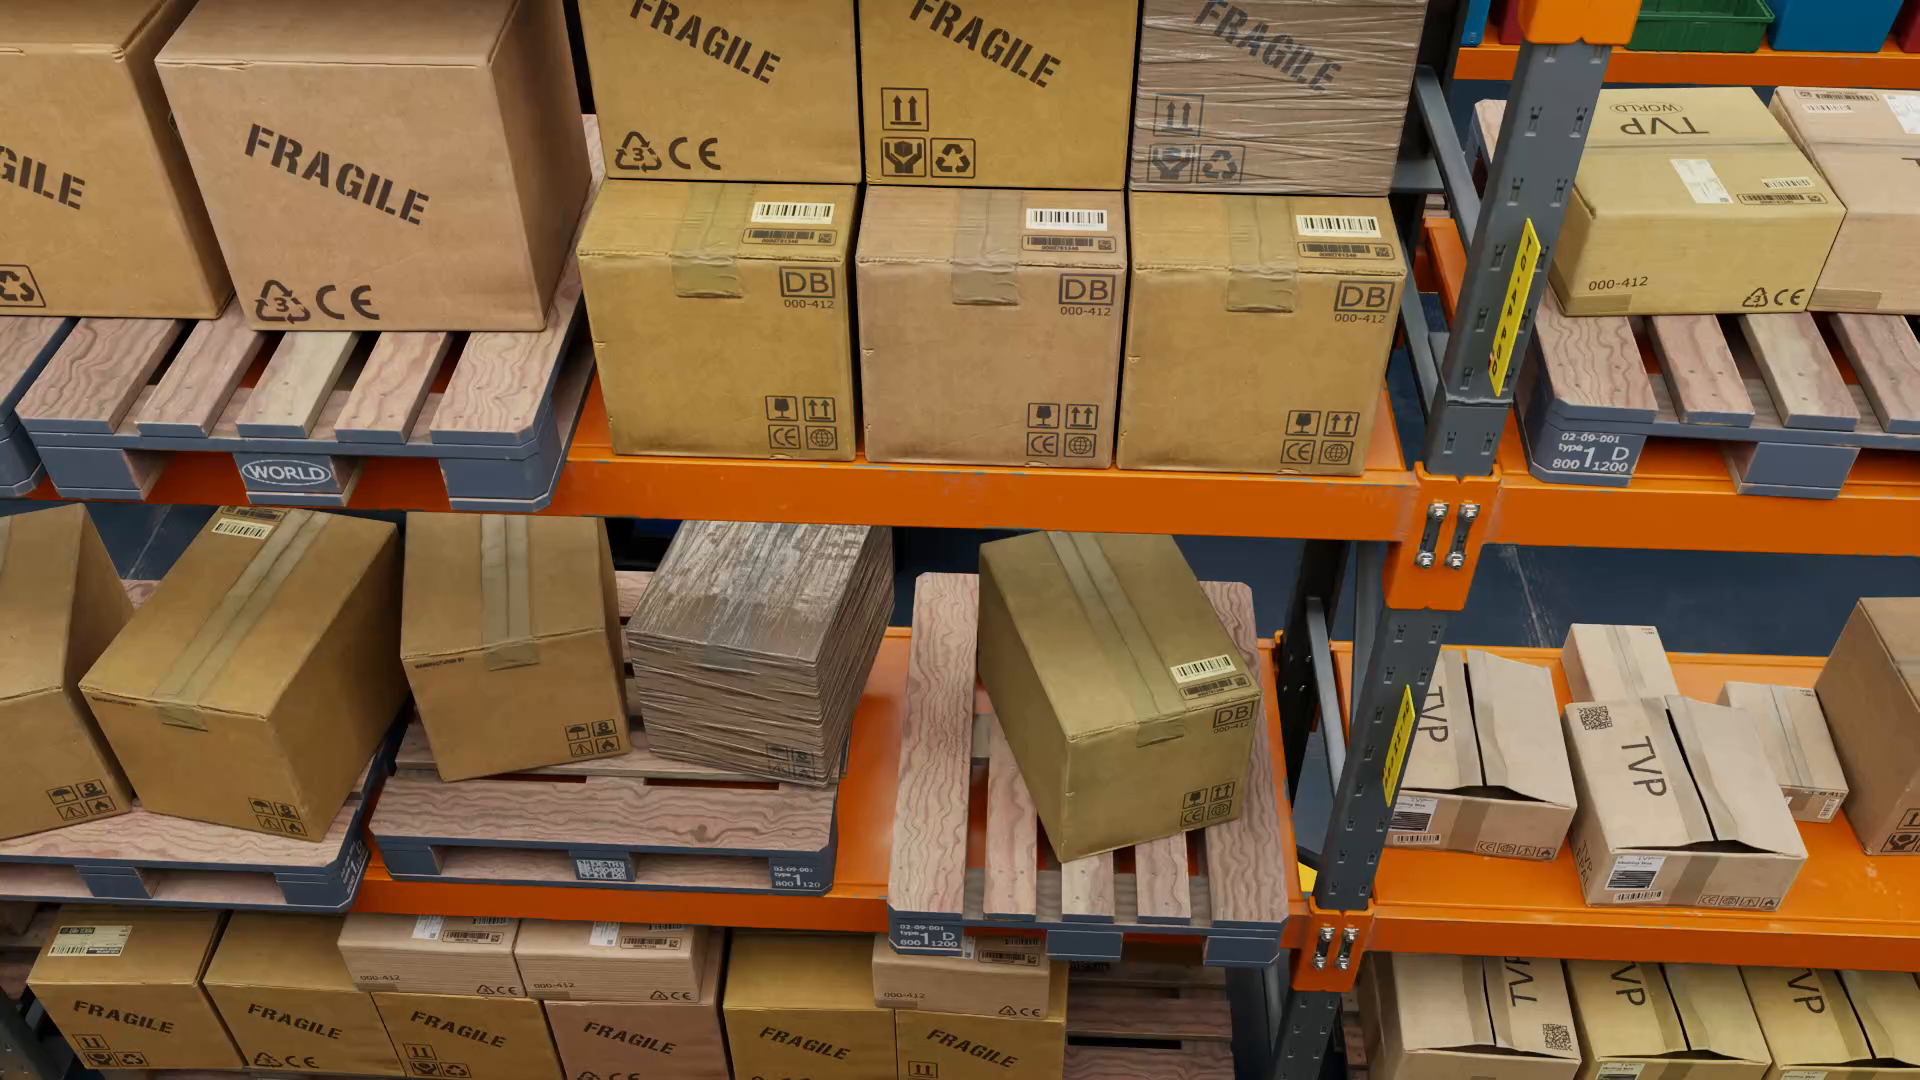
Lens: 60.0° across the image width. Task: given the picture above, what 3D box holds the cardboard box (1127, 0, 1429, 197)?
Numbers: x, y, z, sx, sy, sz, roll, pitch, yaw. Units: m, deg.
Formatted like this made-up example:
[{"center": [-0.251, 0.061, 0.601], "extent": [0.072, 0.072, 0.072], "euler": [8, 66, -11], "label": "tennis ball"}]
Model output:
[{"center": [0.588, -1.017, 3.219], "extent": [0.500, 0.500, 0.500], "euler": [2, 43, 2], "label": "cardboard box"}]

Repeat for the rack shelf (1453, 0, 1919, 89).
[{"center": [3.249, -2.548, 8.397], "extent": [4.000, 0.370, 1.077], "euler": [2, 43, 2], "label": "rack shelf"}]

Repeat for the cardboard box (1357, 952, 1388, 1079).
[{"center": [1.534, 1.569, 5.160], "extent": [0.500, 0.250, 0.500], "euler": [2, 43, 2], "label": "cardboard box"}]

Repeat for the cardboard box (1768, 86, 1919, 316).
[{"center": [2.004, -0.716, 3.505], "extent": [0.500, 0.250, 0.500], "euler": [3, 43, 3], "label": "cardboard box"}]

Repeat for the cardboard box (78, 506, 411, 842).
[{"center": [-1.819, 0.332, 4.397], "extent": [0.500, 0.500, 0.700], "euler": [8, 44, 9], "label": "cardboard box"}]

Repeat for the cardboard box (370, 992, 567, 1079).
[{"center": [-1.468, 1.341, 5.206], "extent": [0.500, 0.500, 0.500], "euler": [2, 43, 2], "label": "cardboard box"}]

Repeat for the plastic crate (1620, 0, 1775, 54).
[{"center": [3.494, -2.533, 8.010], "extent": [0.662, 0.188, 0.450], "euler": [2, 43, 2], "label": "plastic crate"}]

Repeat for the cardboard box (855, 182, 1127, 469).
[{"center": [0.077, -0.640, 3.548], "extent": [0.500, 0.500, 0.910], "euler": [2, 43, 2], "label": "cardboard box"}]

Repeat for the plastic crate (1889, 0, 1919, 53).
[{"center": [4.749, -2.579, 7.857], "extent": [0.583, 0.464, 0.402], "euler": [2, 43, 2], "label": "plastic crate"}]

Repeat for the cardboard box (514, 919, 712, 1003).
[{"center": [-1.000, 1.083, 4.933], "extent": [0.500, 0.250, 0.500], "euler": [1, 43, 1], "label": "cardboard box"}]

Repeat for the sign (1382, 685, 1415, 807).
[{"center": [1.009, 0.476, 3.833], "extent": [0.005, 0.325, 0.100], "euler": [2, 43, 2], "label": "sign"}]

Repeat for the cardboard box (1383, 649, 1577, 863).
[{"center": [1.385, 0.574, 4.584], "extent": [0.500, 0.311, 0.500], "euler": [4, 43, 5], "label": "cardboard box"}]

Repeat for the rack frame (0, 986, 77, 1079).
[{"center": [-2.972, 0.378, 4.729], "extent": [0.127, 3.000, 1.000], "euler": [2, 43, 2], "label": "rack frame"}]

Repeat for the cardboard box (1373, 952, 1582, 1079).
[{"center": [1.534, 1.364, 4.969], "extent": [0.500, 0.311, 0.500], "euler": [3, 43, 3], "label": "cardboard box"}]

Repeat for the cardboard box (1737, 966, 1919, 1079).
[{"center": [2.568, 1.391, 4.939], "extent": [0.500, 0.311, 0.500], "euler": [1, 43, 1], "label": "cardboard box"}]

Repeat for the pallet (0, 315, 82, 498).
[{"center": [-2.324, -0.583, 3.698], "extent": [1.003, 0.211, 1.213], "euler": [2, 43, 2], "label": "pallet"}]

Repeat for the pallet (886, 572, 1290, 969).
[{"center": [0.343, 0.598, 4.634], "extent": [1.003, 0.211, 1.213], "euler": [2, 43, 2], "label": "pallet"}]

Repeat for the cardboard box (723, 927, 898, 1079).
[{"center": [-0.438, 1.369, 5.176], "extent": [0.500, 0.500, 0.500], "euler": [0, 43, 0], "label": "cardboard box"}]

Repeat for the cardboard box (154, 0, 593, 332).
[{"center": [-1.140, -0.842, 3.383], "extent": [0.600, 0.600, 0.600], "euler": [0, 43, 0], "label": "cardboard box"}]

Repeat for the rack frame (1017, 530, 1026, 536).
[{"center": [0.268, -0.725, 6.573], "extent": [0.015, 2.100, 0.400], "euler": [5, 43, 6], "label": "rack frame"}]

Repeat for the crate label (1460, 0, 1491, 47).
[{"center": [2.231, -2.671, 7.976], "extent": [0.616, 0.435, 0.502], "euler": [2, 43, 2], "label": "crate label"}]

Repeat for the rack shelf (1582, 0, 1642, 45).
[{"center": [3.022, -1.224, 2.868], "extent": [4.000, 0.370, 1.077], "euler": [2, 43, 2], "label": "rack shelf"}]

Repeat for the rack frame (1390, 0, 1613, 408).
[{"center": [1.024, -1.695, 2.553], "extent": [0.127, 3.000, 1.000], "euler": [2, 43, 2], "label": "rack frame"}]

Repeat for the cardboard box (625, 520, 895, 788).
[{"center": [-0.516, 0.210, 4.528], "extent": [0.500, 0.500, 0.700], "euler": [9, 44, 10], "label": "cardboard box"}]

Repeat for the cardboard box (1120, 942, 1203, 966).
[{"center": [0.582, 1.046, 5.524], "extent": [0.500, 0.500, 0.500], "euler": [3, 43, 4], "label": "cardboard box"}]

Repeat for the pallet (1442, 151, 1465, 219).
[{"center": [3.238, -1.763, 9.072], "extent": [1.213, 0.211, 1.003], "euler": [2, 43, 2], "label": "pallet"}]

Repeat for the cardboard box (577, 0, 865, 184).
[{"center": [-0.431, -1.049, 3.253], "extent": [0.500, 0.500, 0.500], "euler": [2, 43, 2], "label": "cardboard box"}]

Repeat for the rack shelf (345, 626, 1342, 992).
[{"center": [-0.974, 0.702, 4.909], "extent": [4.000, 0.370, 1.077], "euler": [2, 43, 2], "label": "rack shelf"}]

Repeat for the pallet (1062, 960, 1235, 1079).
[{"center": [0.280, 1.472, 5.600], "extent": [1.213, 0.211, 1.003], "euler": [2, 43, 2], "label": "pallet"}]

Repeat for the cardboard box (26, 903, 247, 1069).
[{"center": [-2.500, 1.312, 5.237], "extent": [0.500, 0.500, 0.500], "euler": [0, 43, 0], "label": "cardboard box"}]

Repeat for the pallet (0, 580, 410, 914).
[{"center": [-2.179, 0.547, 4.689], "extent": [1.213, 0.211, 1.003], "euler": [2, 43, 2], "label": "pallet"}]

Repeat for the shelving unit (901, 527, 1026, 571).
[{"center": [0.026, -0.747, 6.597], "extent": [0.503, 2.100, 0.431], "euler": [5, 43, 6], "label": "shelving unit"}]

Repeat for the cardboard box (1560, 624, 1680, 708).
[{"center": [1.935, 0.432, 4.856], "extent": [0.250, 0.149, 0.380], "euler": [2, 43, 2], "label": "cardboard box"}]

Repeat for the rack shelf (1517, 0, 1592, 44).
[{"center": [-0.974, -1.346, 3.000], "extent": [4.000, 0.370, 1.077], "euler": [2, 43, 2], "label": "rack shelf"}]

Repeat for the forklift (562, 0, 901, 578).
[{"center": [-1.728, -1.265, 6.543], "extent": [3.031, 2.935, 1.130], "euler": [5, 43, 6], "label": "forklift"}]

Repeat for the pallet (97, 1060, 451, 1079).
[{"center": [-2.158, 1.397, 5.681], "extent": [1.213, 0.211, 1.003], "euler": [2, 43, 2], "label": "pallet"}]

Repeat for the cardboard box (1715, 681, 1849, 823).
[{"center": [2.300, 0.593, 4.682], "extent": [0.250, 0.149, 0.380], "euler": [5, 43, 5], "label": "cardboard box"}]
